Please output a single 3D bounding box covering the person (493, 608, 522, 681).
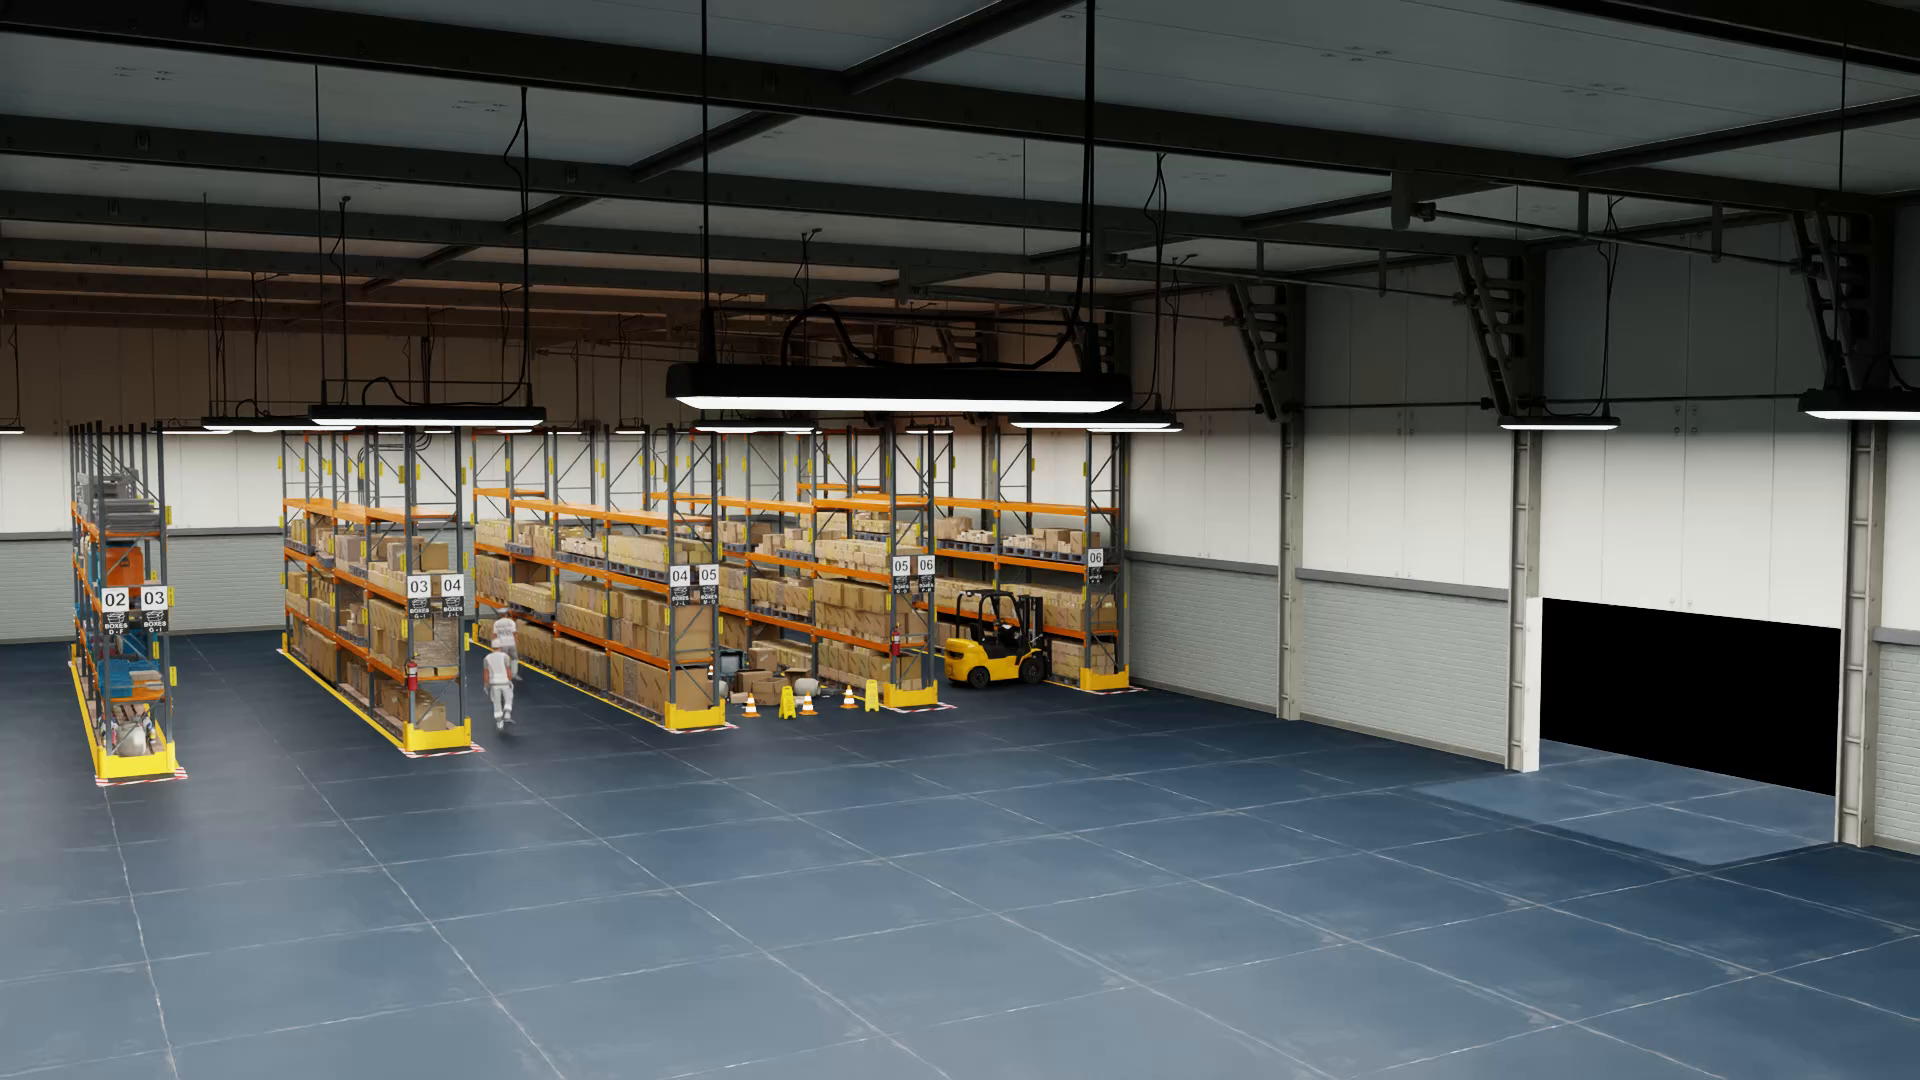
[{"bbox_3d":[-10.495,2.451,38.555,0.603,1.741,0.568,-1,4,-21],"label":"person"}]

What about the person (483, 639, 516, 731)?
[{"bbox_3d":[-8.993,2.822,32.456,0.579,1.781,0.532,-1,4,-19],"label":"person"}]
